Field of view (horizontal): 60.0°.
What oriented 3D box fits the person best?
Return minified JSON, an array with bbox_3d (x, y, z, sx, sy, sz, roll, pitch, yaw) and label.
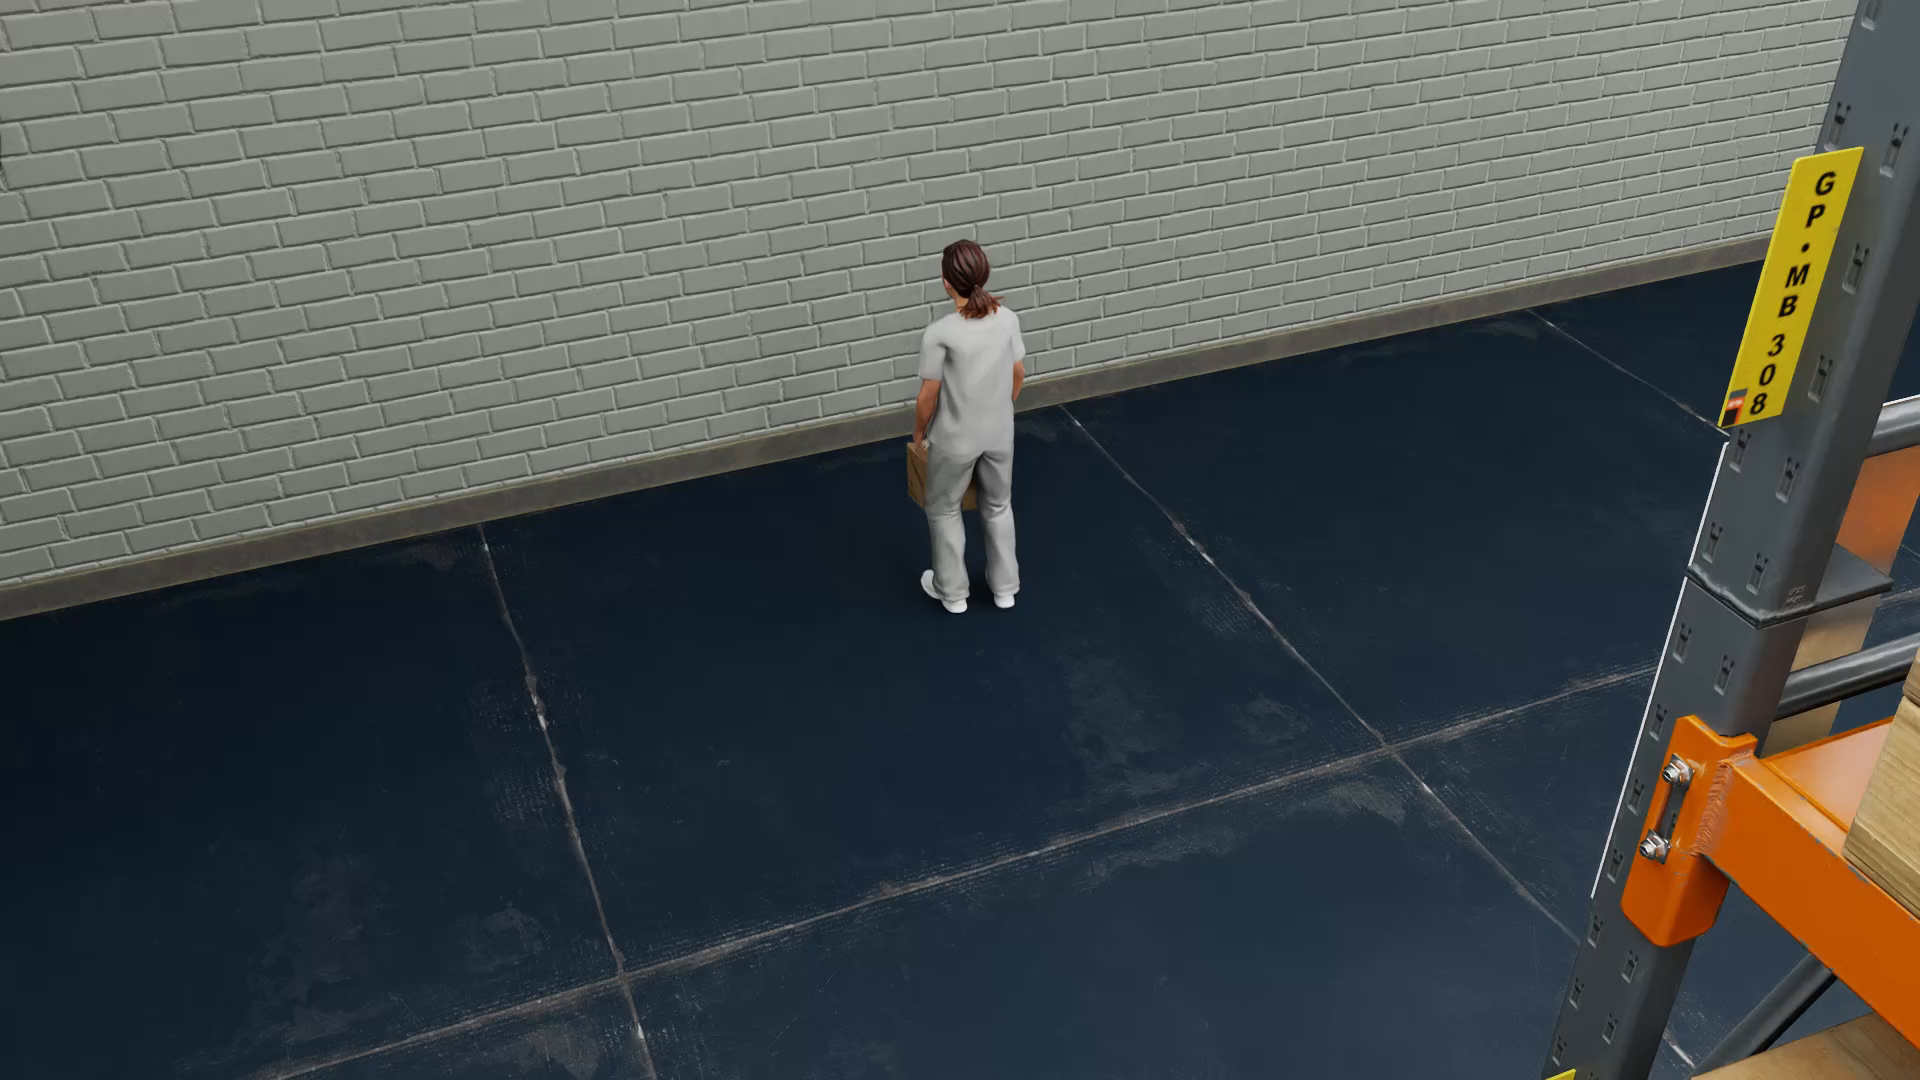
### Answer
[{"bbox_3d":[0.025,-0.441,6.804,0.475,1.676,0.415,-14,36,-20],"label":"person"}]
